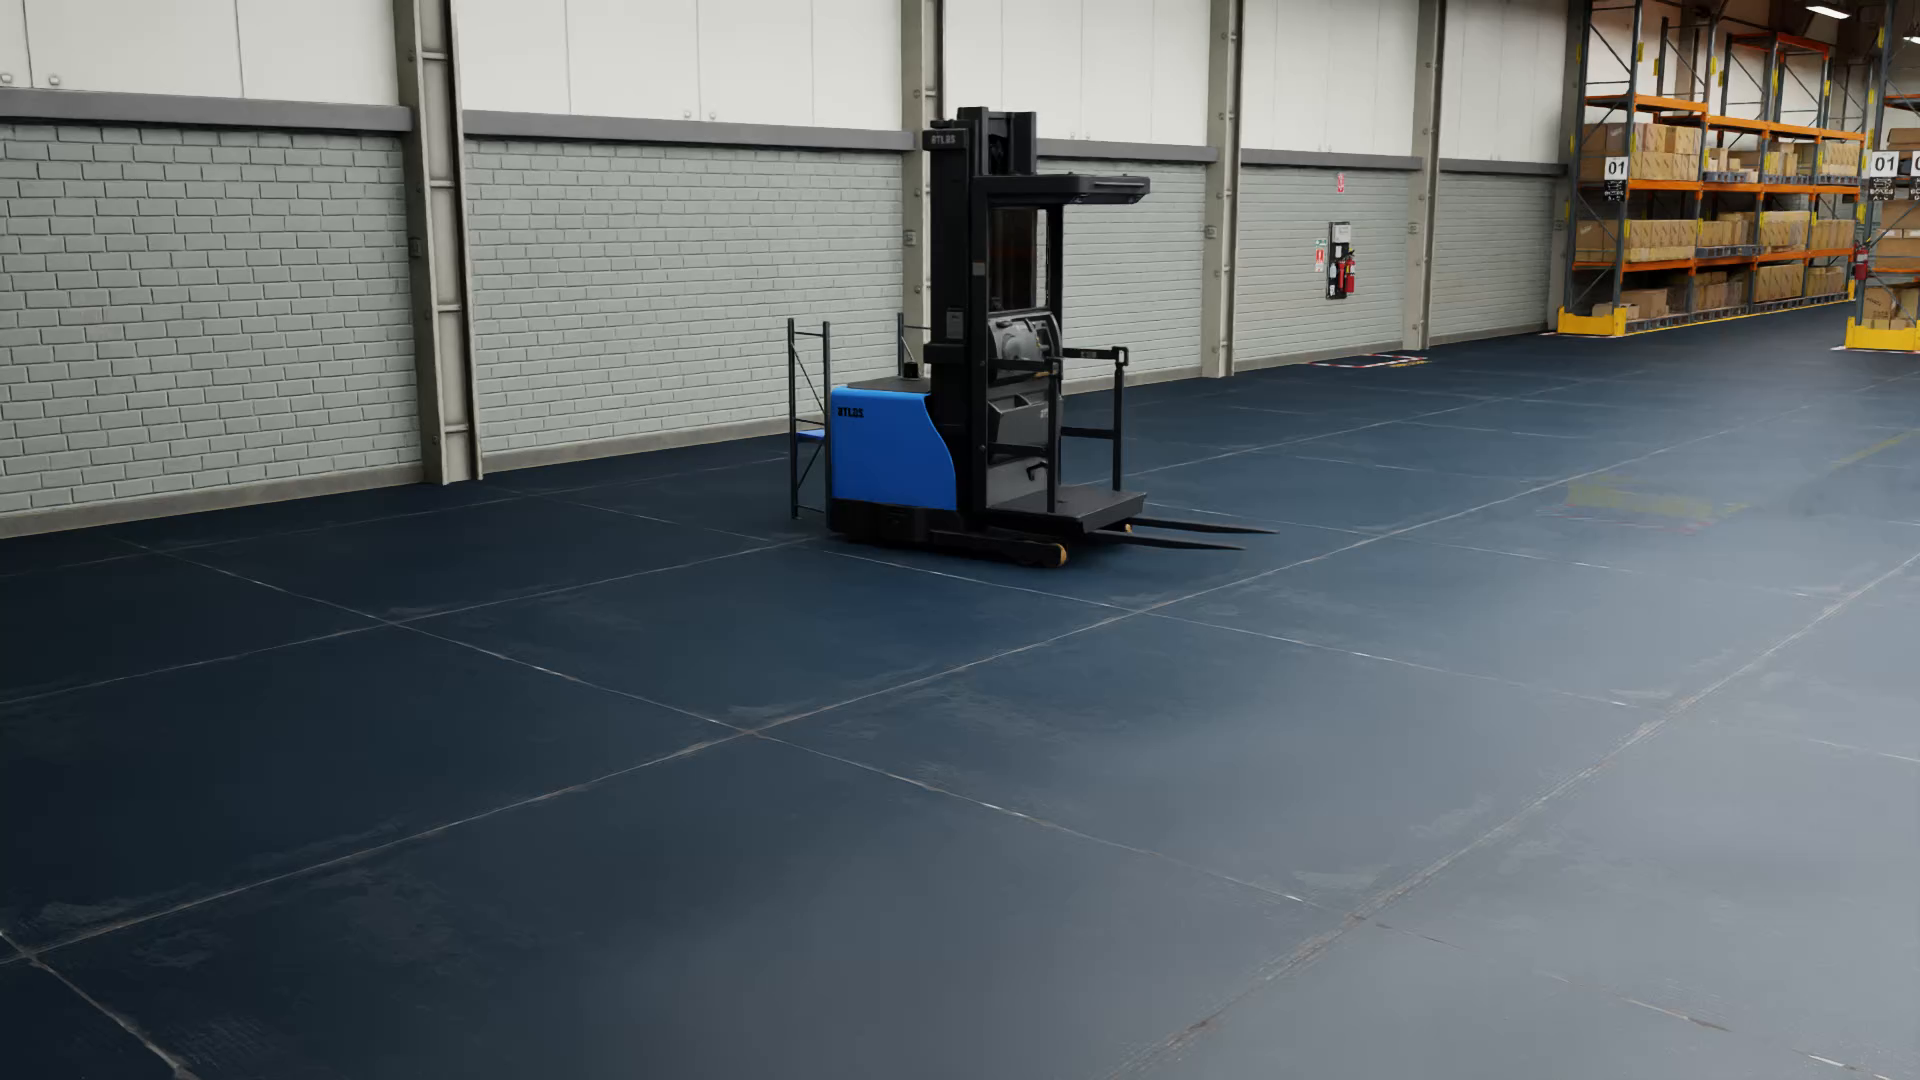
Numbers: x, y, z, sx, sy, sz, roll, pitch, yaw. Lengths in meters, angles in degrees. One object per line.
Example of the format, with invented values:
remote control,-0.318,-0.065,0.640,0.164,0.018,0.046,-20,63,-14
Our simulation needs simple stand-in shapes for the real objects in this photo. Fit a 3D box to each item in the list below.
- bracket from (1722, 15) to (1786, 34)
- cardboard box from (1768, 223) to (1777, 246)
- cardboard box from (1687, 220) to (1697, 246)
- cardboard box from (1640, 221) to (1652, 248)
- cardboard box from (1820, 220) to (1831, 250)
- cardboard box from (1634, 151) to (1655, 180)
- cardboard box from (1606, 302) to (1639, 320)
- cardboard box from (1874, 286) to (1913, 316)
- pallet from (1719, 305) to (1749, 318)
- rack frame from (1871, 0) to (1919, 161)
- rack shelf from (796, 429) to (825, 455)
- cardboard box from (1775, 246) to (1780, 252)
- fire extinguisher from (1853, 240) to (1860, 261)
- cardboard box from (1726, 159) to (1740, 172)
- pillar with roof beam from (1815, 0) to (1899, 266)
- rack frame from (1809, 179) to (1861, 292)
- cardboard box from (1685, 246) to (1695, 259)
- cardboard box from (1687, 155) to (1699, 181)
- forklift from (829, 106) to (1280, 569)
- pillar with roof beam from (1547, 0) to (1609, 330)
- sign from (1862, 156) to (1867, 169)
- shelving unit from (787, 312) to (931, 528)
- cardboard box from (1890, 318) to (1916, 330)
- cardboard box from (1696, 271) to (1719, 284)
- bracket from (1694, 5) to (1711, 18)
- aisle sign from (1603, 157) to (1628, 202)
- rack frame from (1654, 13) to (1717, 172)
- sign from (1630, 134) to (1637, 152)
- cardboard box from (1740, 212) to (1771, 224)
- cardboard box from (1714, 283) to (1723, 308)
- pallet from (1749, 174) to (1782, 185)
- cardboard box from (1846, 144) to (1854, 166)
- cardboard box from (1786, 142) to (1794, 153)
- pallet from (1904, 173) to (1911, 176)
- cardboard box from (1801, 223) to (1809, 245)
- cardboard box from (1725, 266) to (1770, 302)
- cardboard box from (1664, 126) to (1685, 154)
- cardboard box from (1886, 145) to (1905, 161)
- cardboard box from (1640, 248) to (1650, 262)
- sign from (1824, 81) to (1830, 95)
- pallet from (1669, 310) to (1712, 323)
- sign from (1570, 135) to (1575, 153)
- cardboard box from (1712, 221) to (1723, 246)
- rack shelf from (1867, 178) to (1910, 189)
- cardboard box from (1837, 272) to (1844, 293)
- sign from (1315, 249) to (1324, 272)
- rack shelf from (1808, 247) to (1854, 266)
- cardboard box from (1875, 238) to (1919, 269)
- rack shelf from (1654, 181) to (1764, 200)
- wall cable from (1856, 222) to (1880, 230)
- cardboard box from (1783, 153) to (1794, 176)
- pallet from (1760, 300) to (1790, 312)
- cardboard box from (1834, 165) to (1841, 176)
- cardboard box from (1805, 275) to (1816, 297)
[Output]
bracket,17.694,-11.498,37.116,0.076,0.066,4.783,10,15,40
cardboard box,17.827,-6.796,37.011,0.500,0.500,0.500,10,15,42
cardboard box,14.241,-6.083,32.924,0.500,0.500,0.500,10,15,40
cardboard box,12.555,-5.706,31.041,0.500,0.500,0.500,10,15,41
cardboard box,20.458,-7.397,40.320,0.980,0.700,0.700,9,15,39
cardboard box,12.470,-6.921,30.738,0.500,0.500,0.500,-11,16,-44
cardboard box,12.581,-4.371,31.678,0.500,0.311,0.500,-11,15,-43
cardboard box,16.183,-4.151,28.871,0.500,0.500,0.500,10,15,40
pallet,16.444,-4.994,36.178,1.003,0.211,1.213,10,15,40
rack frame,15.404,-7.602,26.795,1.000,3.000,0.127,10,15,40
rack shelf,-0.708,-0.750,12.558,1.000,0.185,0.538,-9,14,-38
cardboard box,18.357,-6.609,37.732,0.380,0.149,0.250,10,15,41
fire extinguisher,22.688,-7.395,42.229,0.296,0.674,0.183,10,15,40
cardboard box,16.036,-7.829,35.279,0.637,0.503,0.797,-10,15,-40
pillar with roof beam,26.608,-10.548,41.547,9.100,9.000,0.548,10,15,40
rack frame,22.242,-7.654,42.373,1.000,3.000,0.127,10,15,40
cardboard box,14.236,-5.716,33.001,0.500,0.250,0.500,10,15,40
cardboard box,14.171,-7.311,32.694,0.500,0.500,0.500,10,15,42
forklift,0.617,-1.370,11.089,3.031,2.935,1.130,7,13,30
pillar with roof beam,14.726,-7.900,28.288,9.100,9.000,0.548,10,15,40
sign,22.640,-9.448,41.638,0.100,0.325,0.005,10,15,40
shelving unit,-0.708,-0.927,12.522,1.048,1.500,0.538,-9,14,-38
cardboard box,15.925,-3.567,27.862,0.500,0.250,0.500,10,15,40
cardboard box,15.766,-5.570,35.282,0.500,0.250,0.500,10,15,40
bracket,15.446,-10.997,34.606,0.235,0.232,0.430,10,15,40
aisle sign,11.858,-6.525,30.085,0.394,0.787,0.004,10,15,40
rack frame,14.321,-8.830,32.946,1.000,3.000,0.127,10,15,40
sign,12.088,-7.129,29.856,0.100,0.325,0.005,10,15,40
cardboard box,17.473,-7.087,36.554,0.500,0.250,0.500,10,15,42
cardboard box,15.791,-5.216,35.429,0.700,0.500,0.500,10,15,40
pallet,17.346,-7.957,36.713,1.213,0.211,1.003,11,16,43
cardboard box,21.625,-9.459,40.892,0.500,0.500,0.500,10,15,42
cardboard box,18.922,-9.056,38.443,0.500,0.250,0.500,-11,16,-43
pallet,16.695,-6.368,28.504,1.003,0.211,1.213,10,15,40
cardboard box,19.486,-7.169,38.882,0.500,0.500,0.500,9,15,39
cardboard box,17.545,-5.720,37.106,0.750,0.750,0.750,10,15,40
cardboard box,13.503,-7.639,31.783,0.500,0.500,0.500,9,14,38
cardboard box,15.966,-6.535,28.068,0.500,0.250,0.500,10,15,40
cardboard box,12.573,-5.345,31.145,0.500,0.250,0.500,9,15,39
sign,20.017,-10.436,38.397,0.100,0.325,0.005,10,15,40
pallet,14.833,-4.635,34.381,1.003,0.211,1.213,10,15,40
sign,11.276,-7.279,30.580,0.100,0.325,0.005,10,15,40
cardboard box,15.468,-6.406,34.745,0.500,0.500,0.700,-10,15,-40
rack shelf,16.724,-6.072,28.633,1.077,0.370,4.000,10,15,40
cardboard box,21.855,-6.518,41.996,0.700,0.500,0.500,10,15,40
sign,5.429,-4.223,25.103,0.001,0.329,0.234,10,15,40
rack shelf,20.922,-7.007,40.970,1.077,0.370,4.000,10,15,40
cardboard box,15.721,-4.776,27.709,0.700,0.500,0.500,10,15,40
rack shelf,15.641,-7.301,34.783,1.077,0.370,4.000,10,15,40
wall cable,26.244,-9.859,46.024,3.097,2.526,0.112,10,15,40
cardboard box,18.619,-8.595,38.050,0.700,0.500,0.500,9,15,39
pallet,18.344,-5.394,38.179,1.003,0.211,1.213,10,15,40
cardboard box,20.936,-8.935,40.183,0.500,0.250,0.500,9,15,39
cardboard box,20.172,-6.142,40.114,0.700,0.500,0.500,10,15,41
